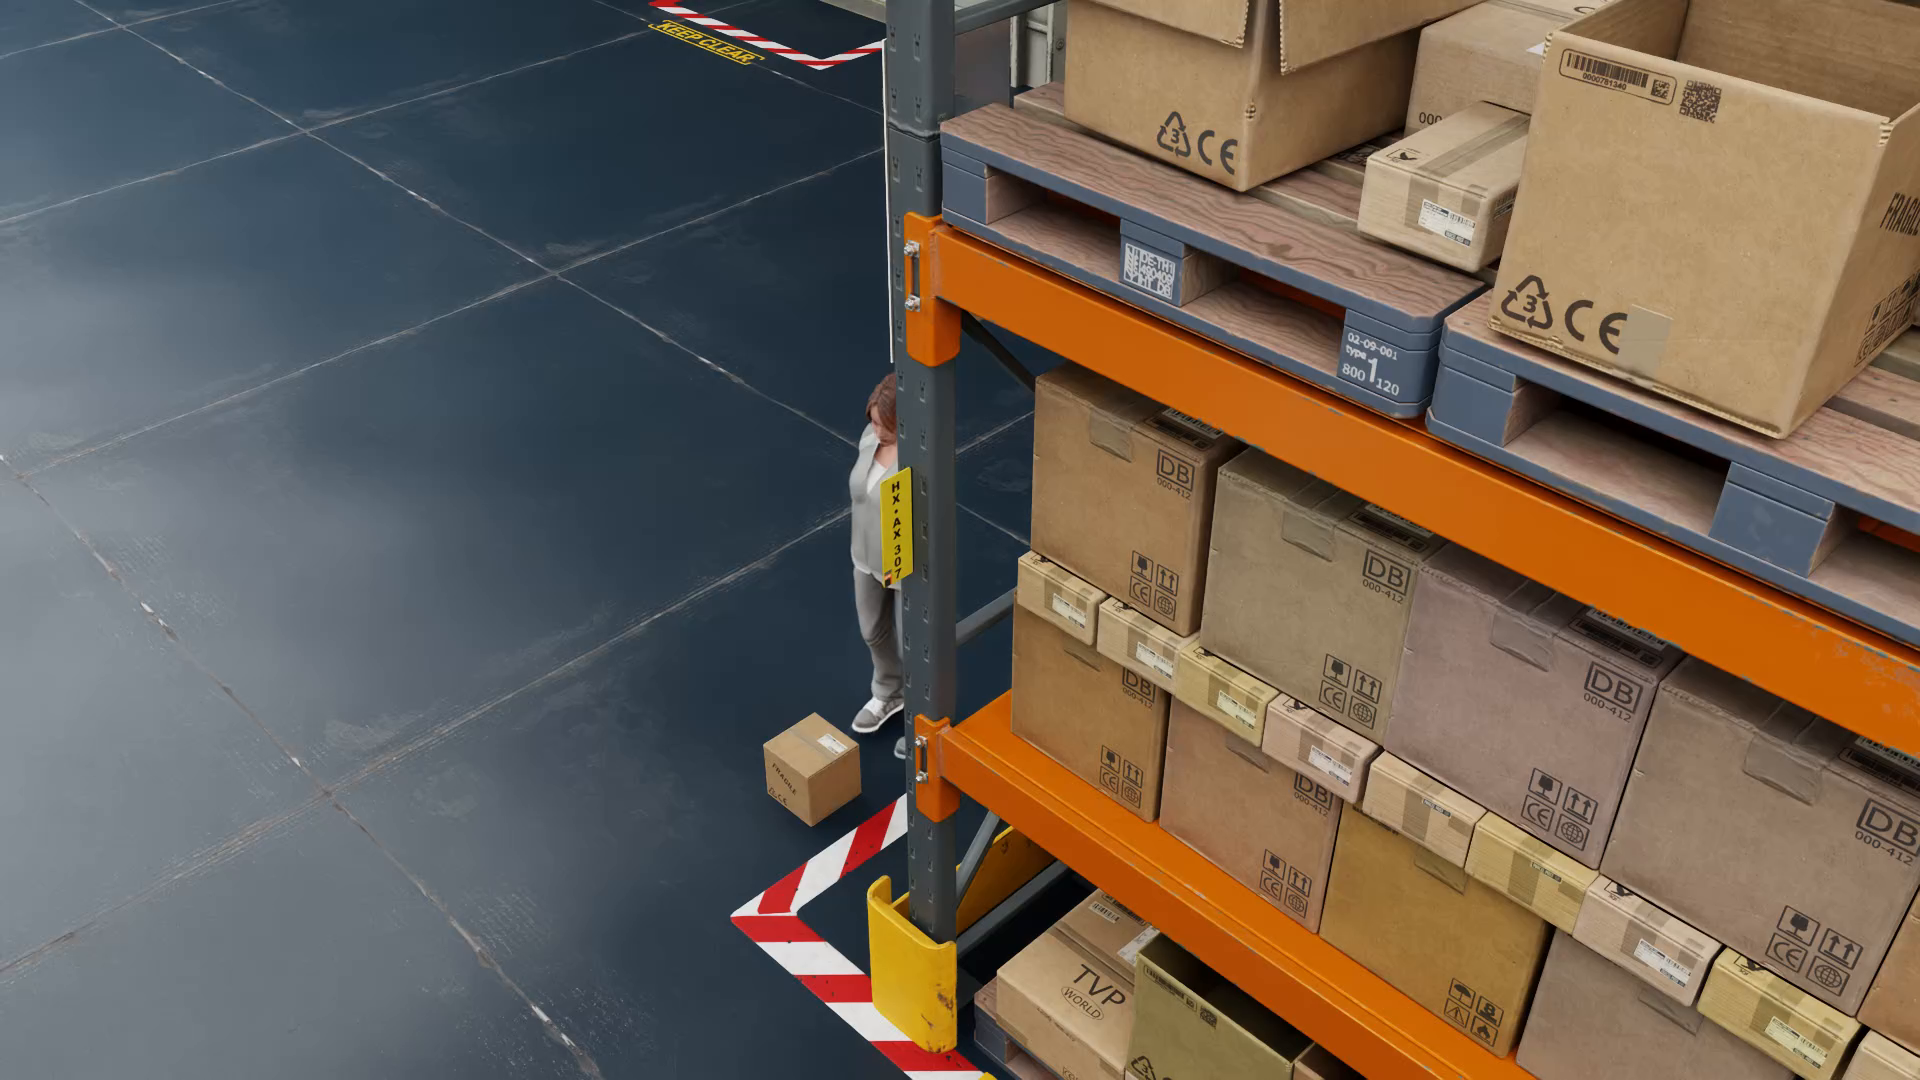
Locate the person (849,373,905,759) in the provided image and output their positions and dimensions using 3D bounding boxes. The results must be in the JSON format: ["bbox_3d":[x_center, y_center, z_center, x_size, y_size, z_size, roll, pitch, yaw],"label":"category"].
[{"bbox_3d":[-0.213,0.104,6.025,0.407,1.600,0.299,28,44,33],"label":"person"}]
